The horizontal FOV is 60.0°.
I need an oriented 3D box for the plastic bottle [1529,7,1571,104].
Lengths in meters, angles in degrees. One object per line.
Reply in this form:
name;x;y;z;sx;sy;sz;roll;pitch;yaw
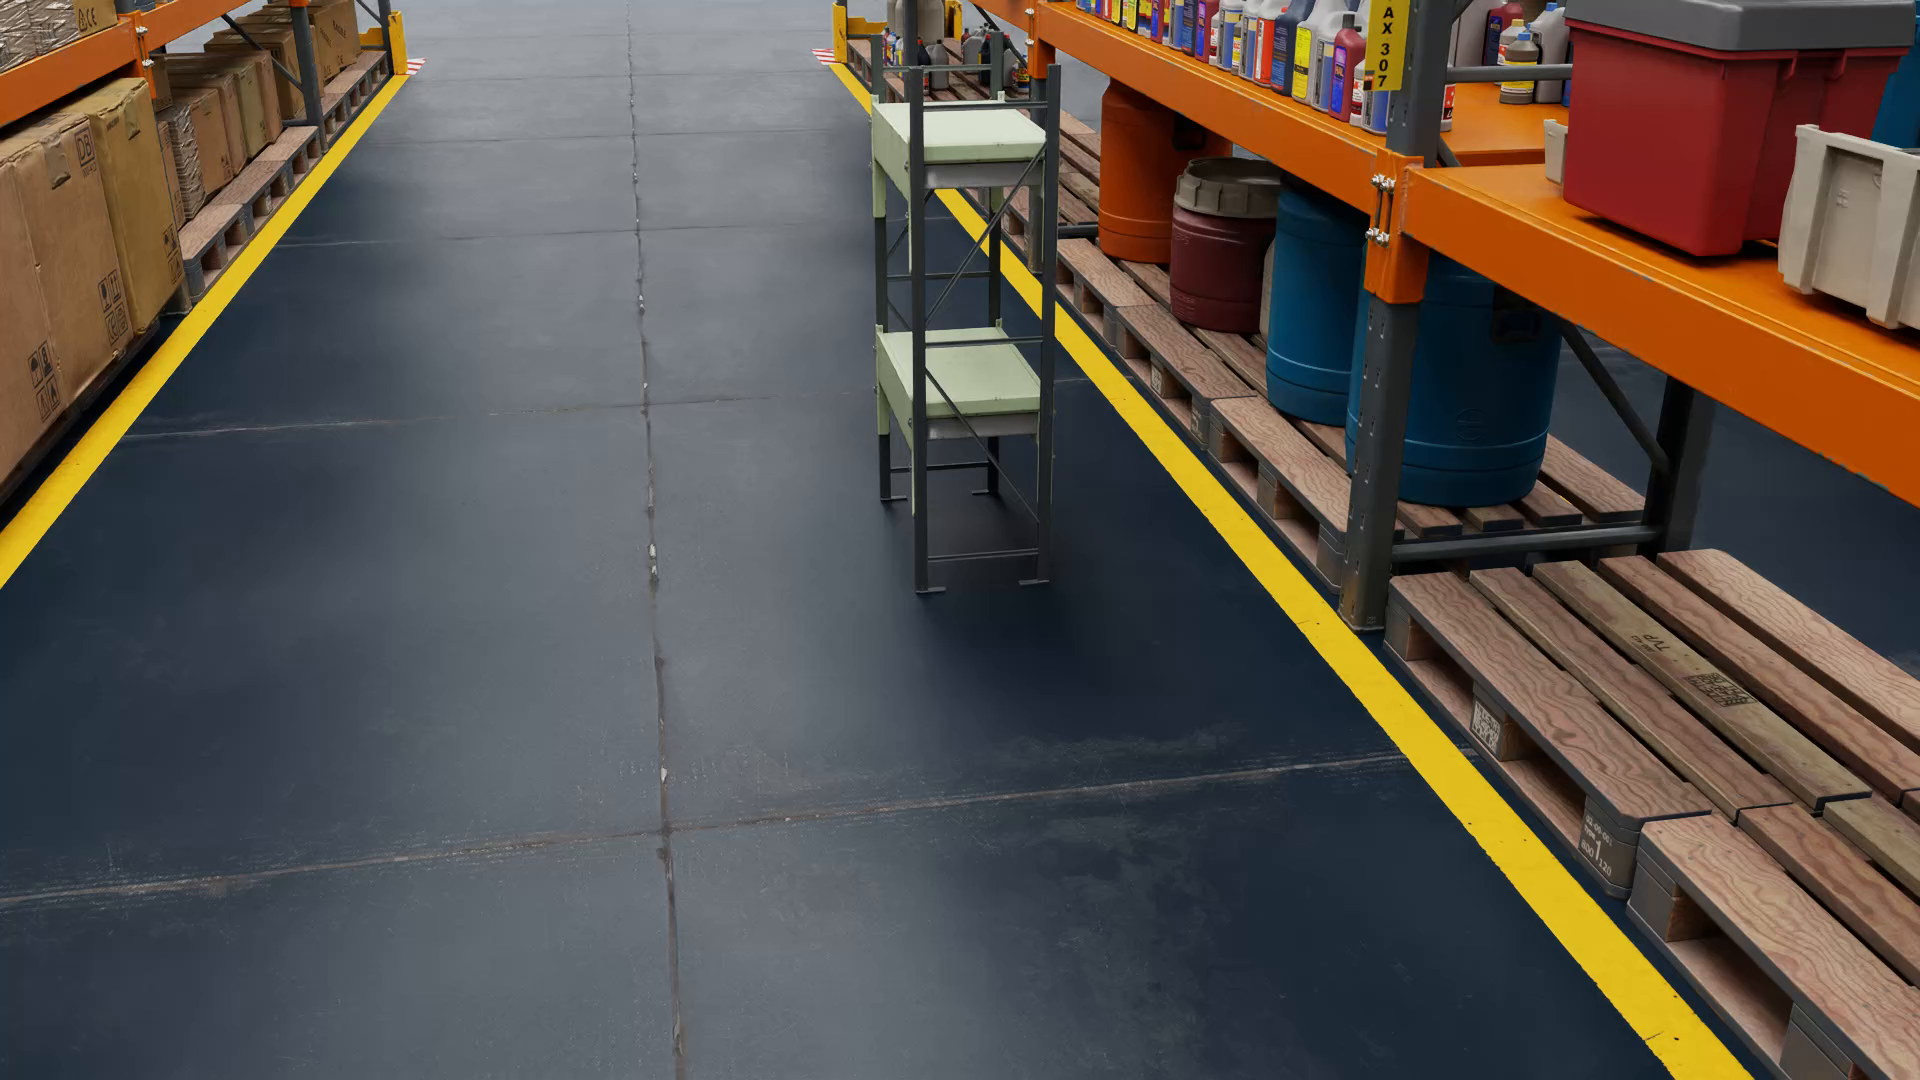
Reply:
plastic bottle;1.802;-1.469;5.020;0.152;0.276;0.135;-4;24;-10

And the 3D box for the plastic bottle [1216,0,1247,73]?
plastic bottle;0.962;-1.732;5.622;0.152;0.276;0.135;-4;24;-10

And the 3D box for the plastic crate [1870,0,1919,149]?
plastic crate;2.002;-1.033;3.813;0.392;0.384;0.575;-4;24;-10

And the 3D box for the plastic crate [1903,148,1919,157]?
plastic crate;6.597;-1.958;5.624;10.364;0.629;4.185;-4;24;-10

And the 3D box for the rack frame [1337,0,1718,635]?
rack frame;1.581;-1.171;4.184;1.000;3.000;0.127;-4;24;-10

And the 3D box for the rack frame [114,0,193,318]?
rack frame;-4.026;-2.378;6.947;1.000;3.000;0.127;-4;24;-10

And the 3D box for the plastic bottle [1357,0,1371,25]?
plastic bottle;1.231;-1.497;4.991;0.144;0.351;0.185;-4;24;-10

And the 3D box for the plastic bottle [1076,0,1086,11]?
plastic bottle;0.604;-2.494;7.367;0.152;0.276;0.135;-4;24;-10

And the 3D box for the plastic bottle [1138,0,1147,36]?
plastic bottle;0.751;-2.119;6.514;0.097;0.271;0.097;0;24;0

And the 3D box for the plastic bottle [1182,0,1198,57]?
plastic bottle;0.886;-1.919;5.958;0.144;0.351;0.185;-4;24;-10

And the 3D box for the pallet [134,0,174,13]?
pallet;-4.263;-2.563;7.609;1.213;0.211;1.003;-4;24;-10

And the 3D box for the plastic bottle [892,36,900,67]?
plastic bottle;-0.490;-3.853;13.182;0.097;0.271;0.097;0;24;0

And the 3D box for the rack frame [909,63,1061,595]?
rack frame;0.066;-0.546;4.626;0.400;1.500;0.023;-4;24;-10

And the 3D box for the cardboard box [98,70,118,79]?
cardboard box;-4.180;-2.039;7.808;0.500;0.250;0.500;-3;24;-8

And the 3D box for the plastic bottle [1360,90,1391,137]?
plastic bottle;1.190;-1.246;4.509;0.152;0.276;0.135;-4;24;-10

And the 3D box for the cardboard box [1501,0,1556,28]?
cardboard box;4.589;-4.323;13.374;0.500;0.500;0.500;-4;24;-10

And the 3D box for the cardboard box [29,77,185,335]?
cardboard box;-3.919;-1.324;6.663;1.225;0.875;0.875;-5;24;-12

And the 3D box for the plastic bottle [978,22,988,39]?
plastic bottle;0.212;-3.968;13.349;0.144;0.351;0.185;-3;24;-8

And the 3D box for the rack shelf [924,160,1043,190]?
rack shelf;-0.001;-1.113;4.771;0.332;0.071;0.664;-4;24;-10

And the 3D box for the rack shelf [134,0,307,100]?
rack shelf;-4.396;-2.835;8.892;1.077;0.370;4.000;-4;24;-10

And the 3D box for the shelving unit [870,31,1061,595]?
shelving unit;-0.001;-0.690;4.956;0.431;1.500;0.755;-4;24;-10

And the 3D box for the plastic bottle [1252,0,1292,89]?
plastic bottle;1.030;-1.588;5.292;0.152;0.276;0.135;-4;24;-10

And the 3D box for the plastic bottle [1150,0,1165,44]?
plastic bottle;0.772;-2.039;6.317;0.061;0.283;0.133;-4;24;-10

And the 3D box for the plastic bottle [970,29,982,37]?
plastic bottle;0.152;-4.054;13.637;0.152;0.276;0.135;-4;24;-9

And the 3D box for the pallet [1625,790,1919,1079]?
pallet;1.984;0.874;2.985;1.003;0.211;1.213;-4;24;-10

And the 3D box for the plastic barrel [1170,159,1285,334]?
plastic barrel;1.157;-1.197;6.730;0.600;0.588;0.708;-4;24;-10

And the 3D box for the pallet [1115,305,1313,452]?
pallet;1.250;-0.681;6.545;1.003;0.211;1.213;-4;24;-10

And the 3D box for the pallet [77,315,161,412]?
pallet;-3.955;-0.784;6.782;1.003;0.211;1.213;-4;24;-10

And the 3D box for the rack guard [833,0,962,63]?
rack guard;-0.578;-4.719;15.431;1.175;0.500;0.348;-4;24;-10

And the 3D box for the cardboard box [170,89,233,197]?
cardboard box;-4.397;-2.136;8.966;0.700;0.500;0.500;-2;24;-5

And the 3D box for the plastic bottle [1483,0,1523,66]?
plastic bottle;1.768;-1.643;5.410;0.061;0.283;0.133;-4;24;-10

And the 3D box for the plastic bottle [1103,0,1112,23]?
plastic bottle;0.689;-2.312;6.950;0.152;0.276;0.135;-4;24;-10

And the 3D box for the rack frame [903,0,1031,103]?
rack frame;0.102;-4.318;11.389;1.000;3.000;0.127;-4;24;-10

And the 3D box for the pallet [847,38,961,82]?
pallet;-0.433;-4.267;14.756;1.003;0.211;1.213;-4;24;-10

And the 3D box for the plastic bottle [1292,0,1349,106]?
plastic bottle;1.089;-1.486;4.966;0.144;0.351;0.185;-4;24;-10

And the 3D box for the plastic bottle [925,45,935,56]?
plastic bottle;-0.195;-3.600;12.598;0.152;0.276;0.135;-4;24;-10

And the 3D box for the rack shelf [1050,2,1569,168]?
rack shelf;1.211;-1.718;6.090;0.919;0.124;3.809;-4;24;-10

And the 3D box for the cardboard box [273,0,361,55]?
cardboard box;-5.407;-4.325;14.003;0.500;0.500;0.500;0;24;0

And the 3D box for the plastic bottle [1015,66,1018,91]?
plastic bottle;0.455;-3.435;12.314;0.097;0.201;0.097;0;24;0

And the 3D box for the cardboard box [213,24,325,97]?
cardboard box;-4.914;-3.383;11.847;0.500;0.500;0.500;3;24;7

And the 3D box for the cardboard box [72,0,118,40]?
cardboard box;-3.691;-2.248;6.525;0.500;0.500;0.500;-4;24;-8

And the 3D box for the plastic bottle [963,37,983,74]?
plastic bottle;0.106;-3.840;13.148;0.152;0.276;0.135;-4;24;-10

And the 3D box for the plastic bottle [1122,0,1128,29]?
plastic bottle;0.708;-2.177;6.736;0.097;0.201;0.097;0;24;0
